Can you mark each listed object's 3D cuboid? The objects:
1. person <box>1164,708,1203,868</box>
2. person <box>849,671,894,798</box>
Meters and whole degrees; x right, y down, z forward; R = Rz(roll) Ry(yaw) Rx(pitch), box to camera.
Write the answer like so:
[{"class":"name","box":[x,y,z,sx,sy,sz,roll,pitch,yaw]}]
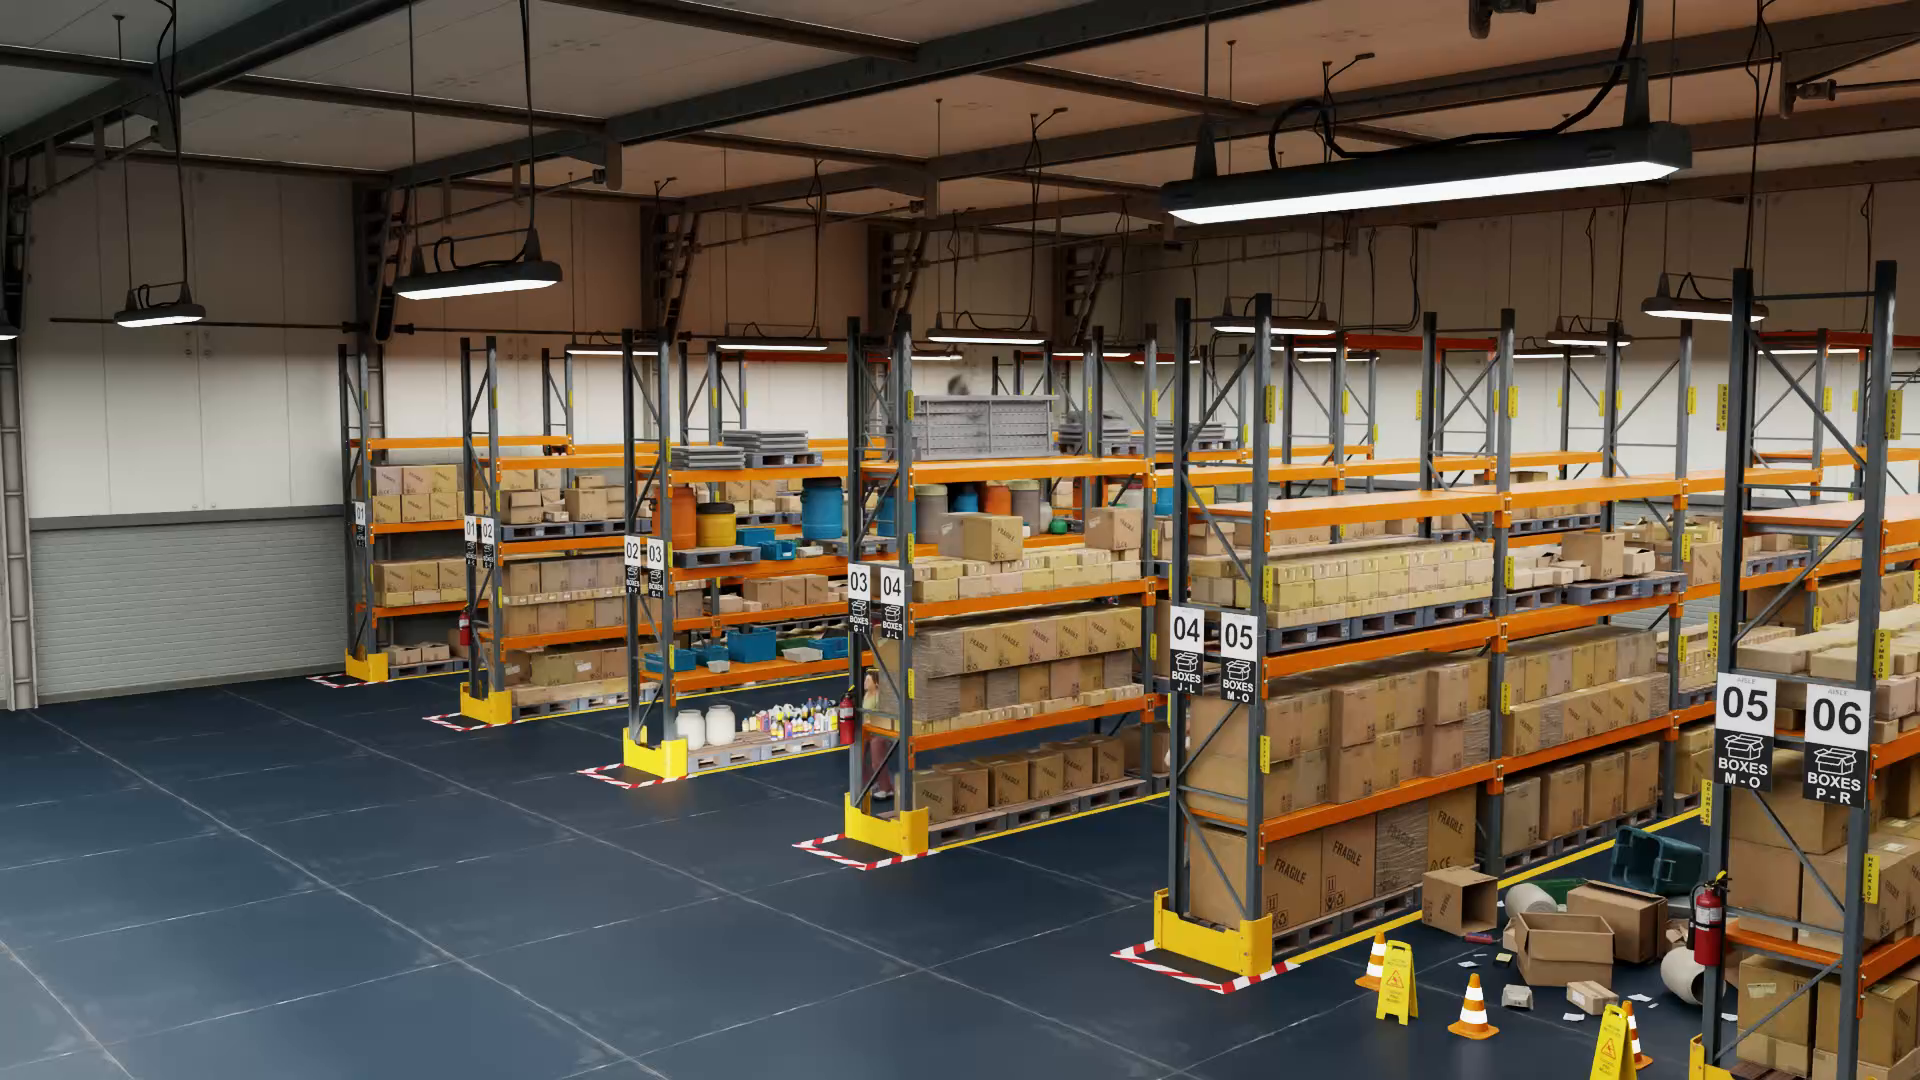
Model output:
[{"class":"person","box":[2.577,2.688,18.276,0.623,1.739,0.865,5,7,41]},{"class":"person","box":[-1.090,2.482,20.896,0.656,1.648,0.575,-5,7,-44]}]
